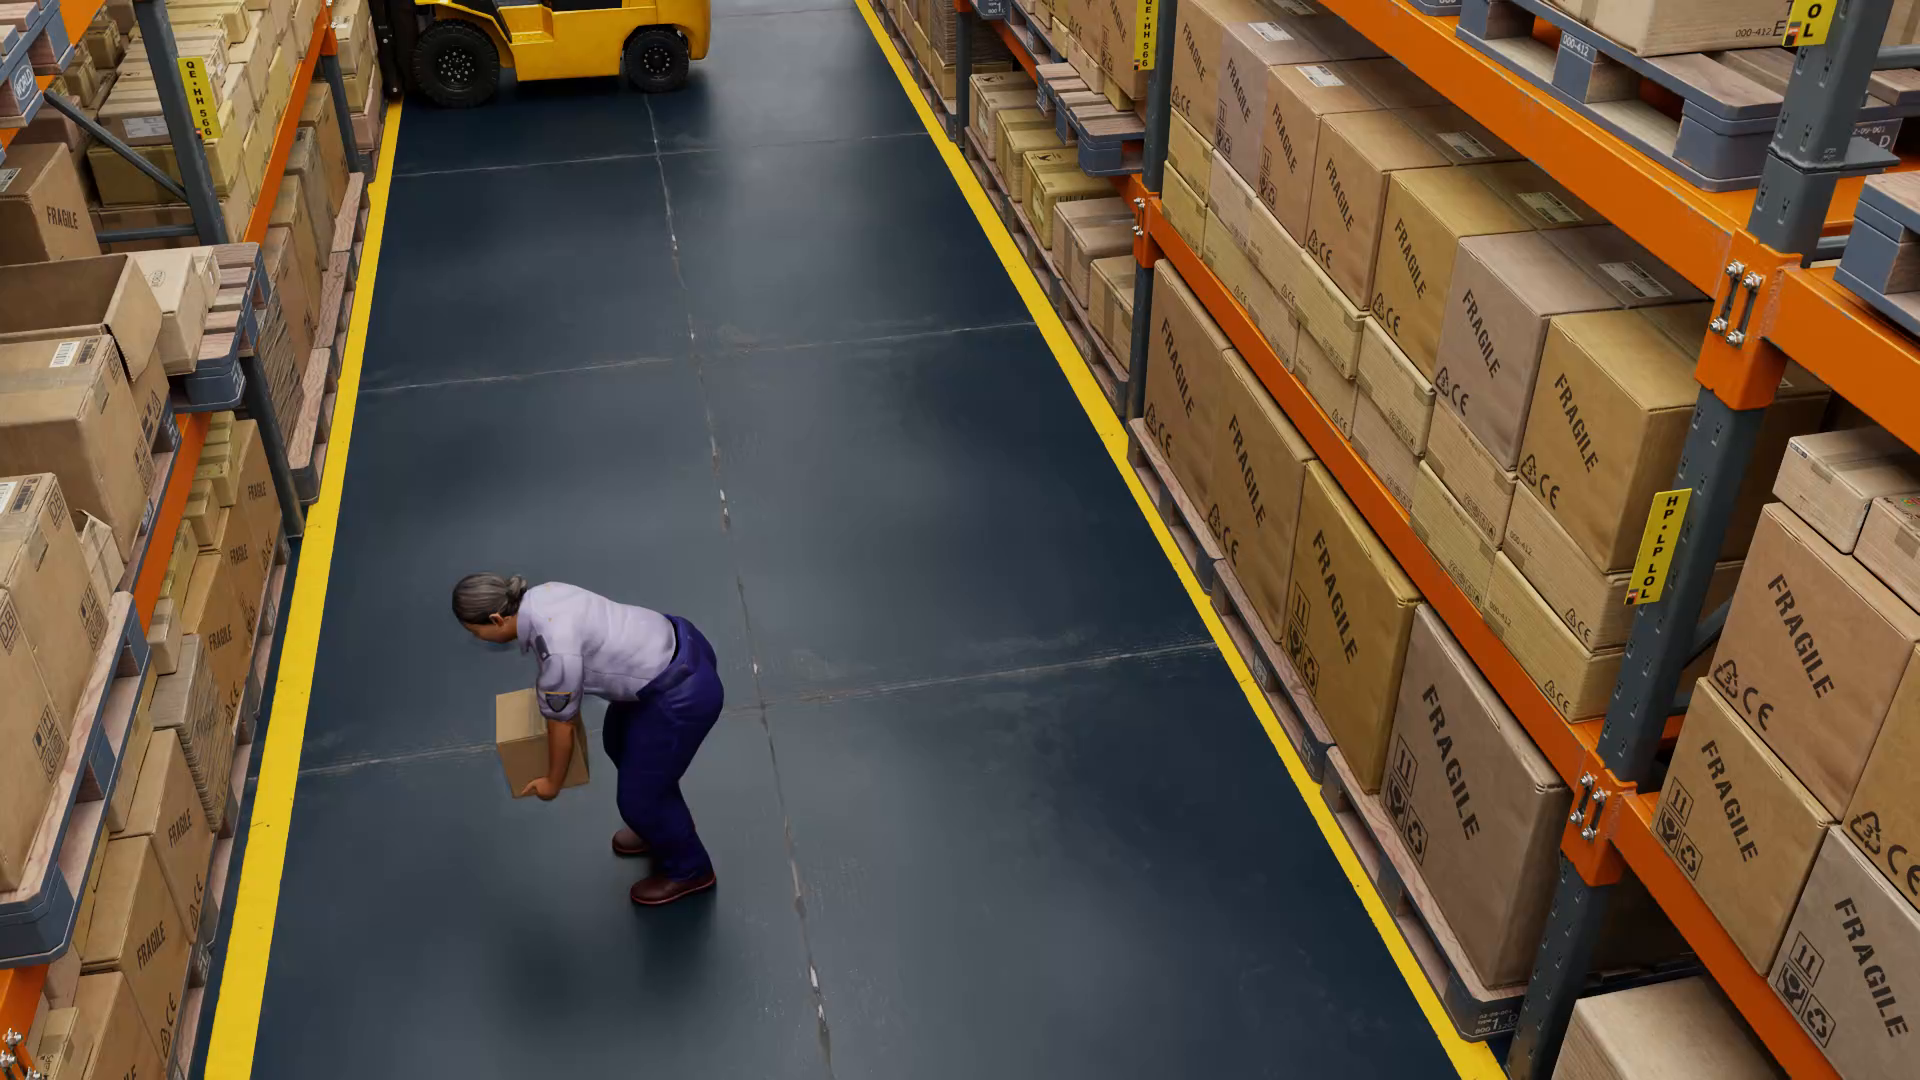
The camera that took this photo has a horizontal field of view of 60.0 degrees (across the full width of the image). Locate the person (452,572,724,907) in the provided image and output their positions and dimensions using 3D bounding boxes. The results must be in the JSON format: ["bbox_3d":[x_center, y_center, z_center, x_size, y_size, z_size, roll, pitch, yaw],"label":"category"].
[{"bbox_3d":[-1.179,0.619,5.524,0.794,1.353,0.455,-8,35,-12],"label":"person"}]
